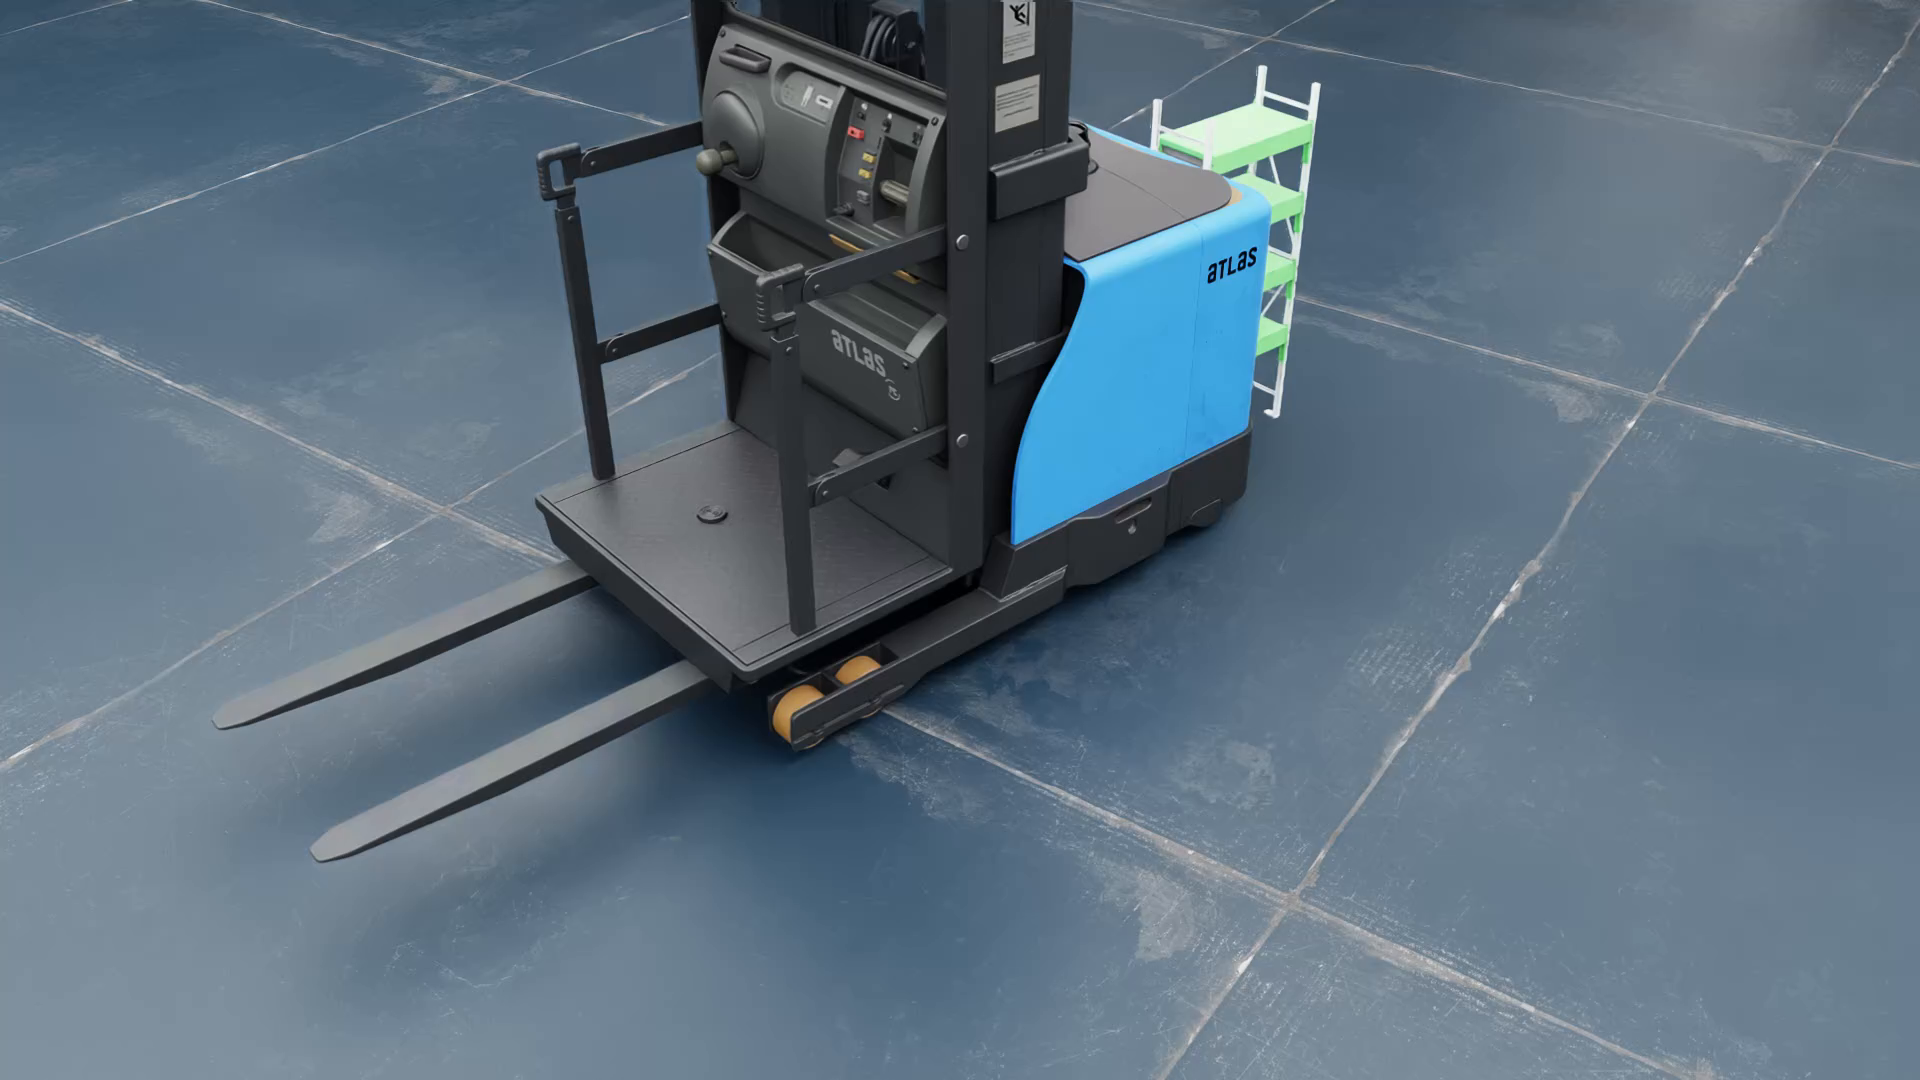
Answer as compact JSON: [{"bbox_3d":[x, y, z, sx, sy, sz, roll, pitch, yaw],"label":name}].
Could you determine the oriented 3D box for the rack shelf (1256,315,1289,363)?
[{"bbox_3d":[0.864,-0.643,5.673,0.480,0.148,0.258,-26,42,-33],"label":"rack shelf"}]

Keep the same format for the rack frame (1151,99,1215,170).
[{"bbox_3d":[0.679,-0.806,5.371,0.015,1.200,0.240,-26,42,-33],"label":"rack frame"}]

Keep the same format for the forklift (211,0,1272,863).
[{"bbox_3d":[-0.524,-0.992,4.101,3.031,2.935,1.130,-26,42,-33],"label":"forklift"}]

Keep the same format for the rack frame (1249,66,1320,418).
[{"bbox_3d":[1.049,-0.984,5.634,0.015,1.200,0.240,-26,42,-33],"label":"rack frame"}]

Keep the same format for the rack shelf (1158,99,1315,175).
[{"bbox_3d":[0.864,-1.240,5.270,0.480,0.148,0.258,-26,42,-33],"label":"rack shelf"}]

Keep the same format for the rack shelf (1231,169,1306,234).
[{"bbox_3d":[0.864,-1.041,5.404,0.480,0.148,0.258,-26,42,-33],"label":"rack shelf"}]

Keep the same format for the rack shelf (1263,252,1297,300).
[{"bbox_3d":[0.864,-0.842,5.538,0.480,0.148,0.258,-26,42,-33],"label":"rack shelf"}]

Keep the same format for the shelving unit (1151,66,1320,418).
[{"bbox_3d":[0.864,-0.895,5.503,0.503,1.200,0.258,-26,42,-33],"label":"shelving unit"}]
